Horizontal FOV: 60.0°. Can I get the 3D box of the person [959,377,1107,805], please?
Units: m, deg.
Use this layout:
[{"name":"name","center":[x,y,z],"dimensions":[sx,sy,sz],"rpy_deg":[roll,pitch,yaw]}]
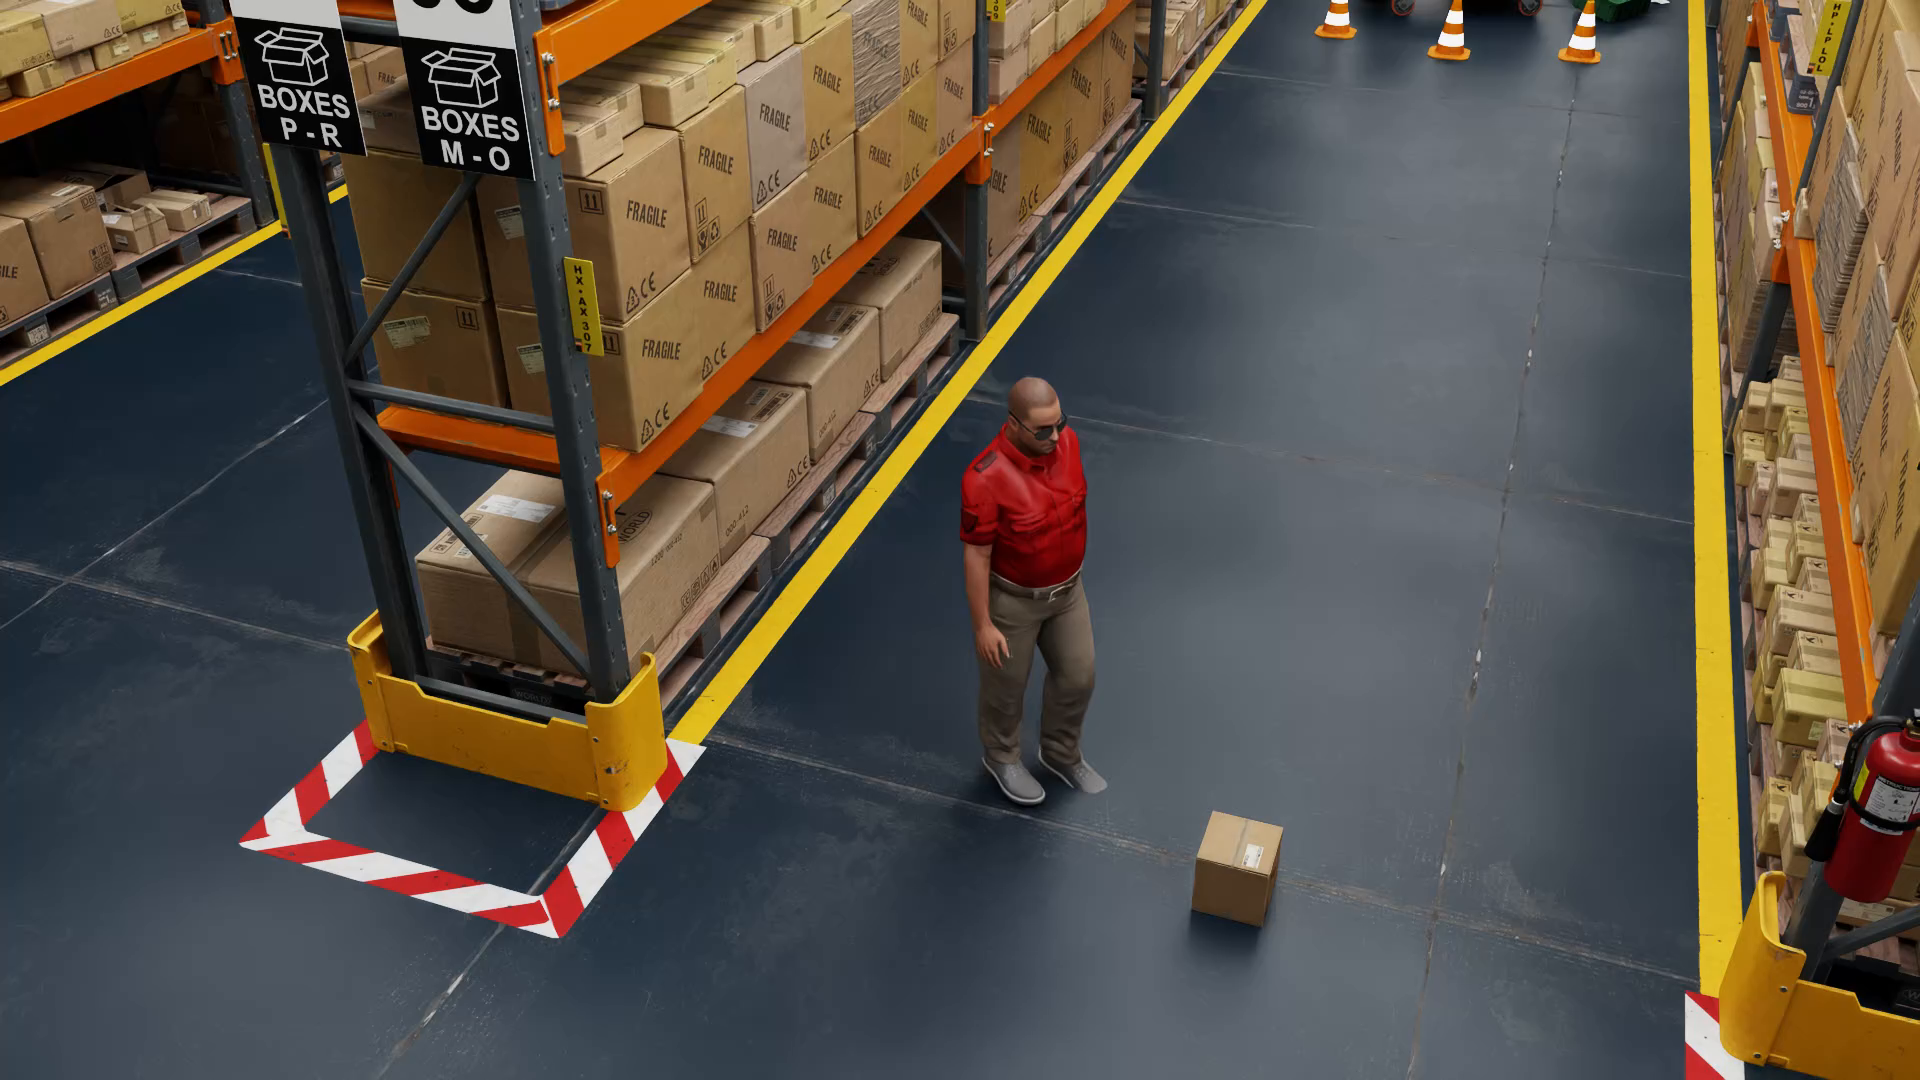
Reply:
[{"name":"person","center":[0.254,0.237,5.833],"dimensions":[0.553,1.798,0.419],"rpy_deg":[-23,40,-31]}]
